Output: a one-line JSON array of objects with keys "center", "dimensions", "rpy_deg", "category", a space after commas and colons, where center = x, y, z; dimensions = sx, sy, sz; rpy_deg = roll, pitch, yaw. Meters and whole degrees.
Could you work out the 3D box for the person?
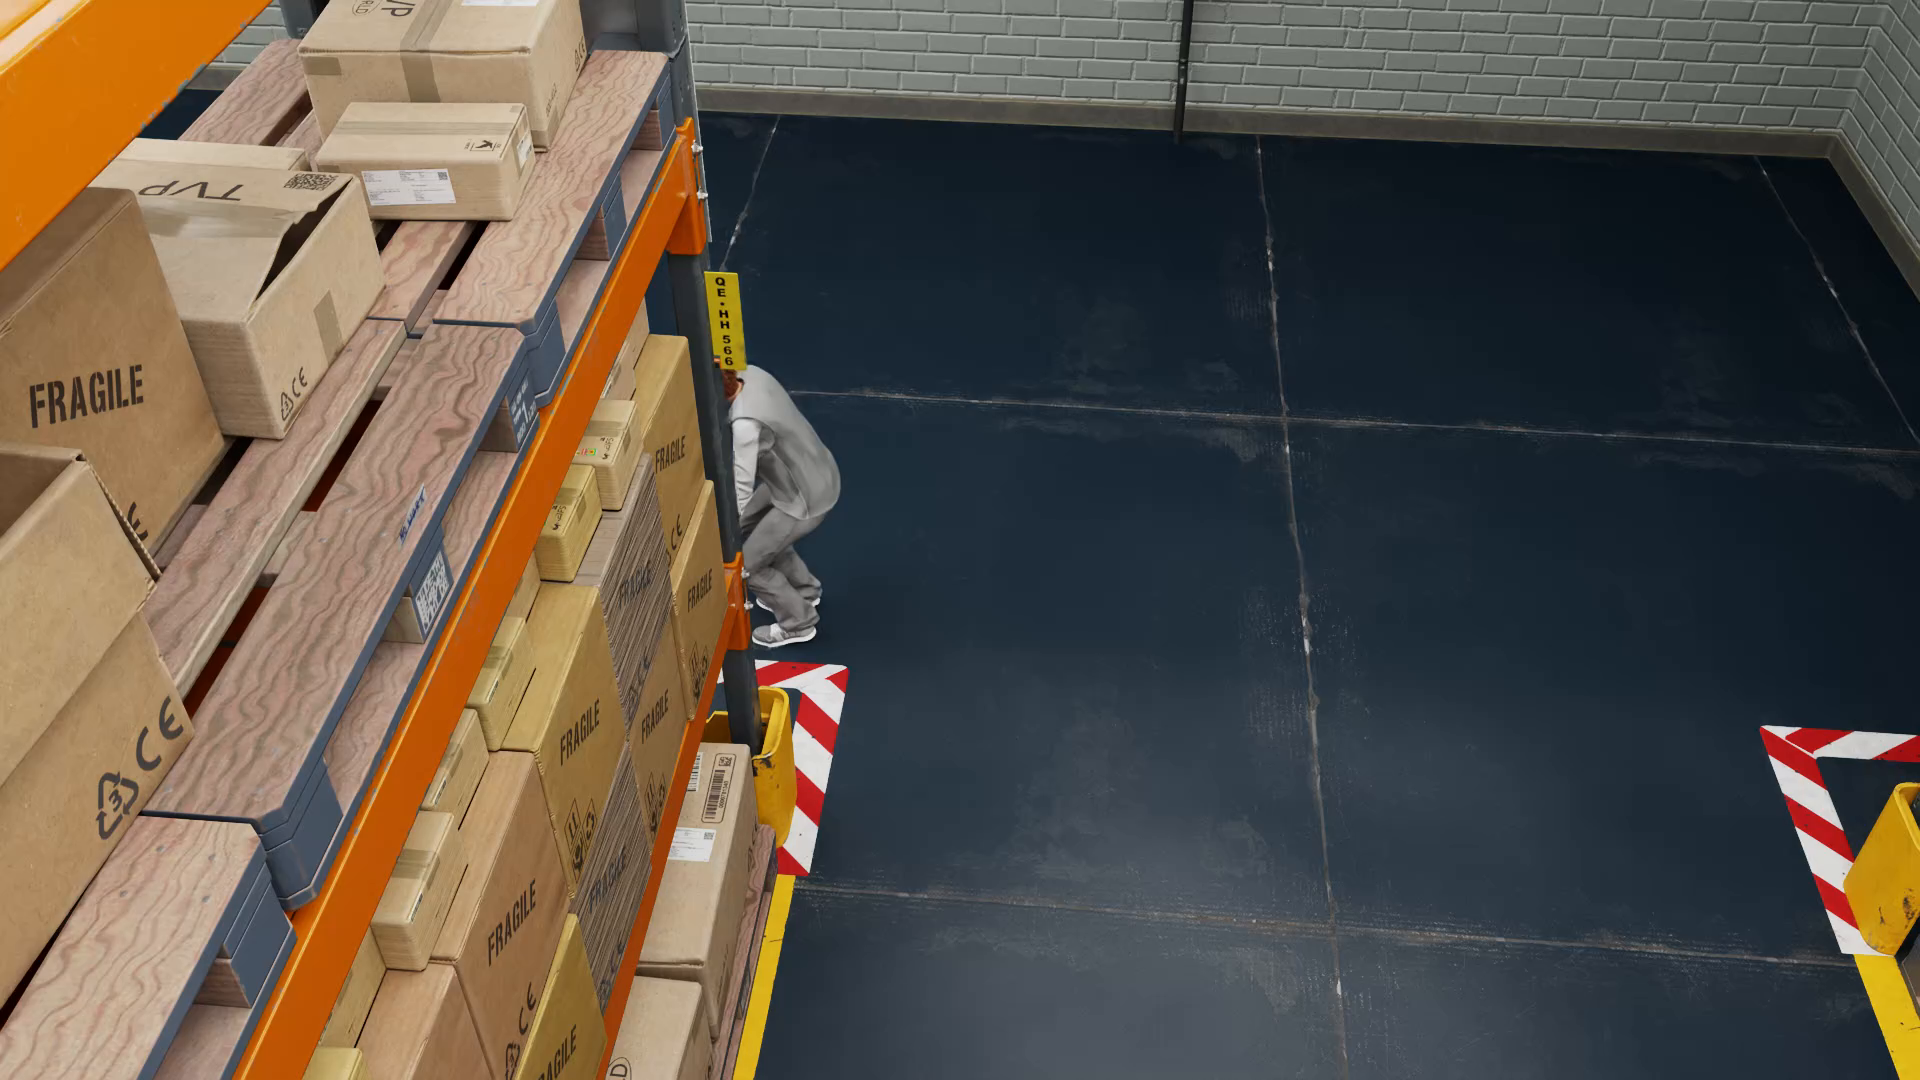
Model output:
[{"center": [-0.757, -0.159, 6.520], "dimensions": [0.581, 1.385, 0.458], "rpy_deg": [-1, 41, -1], "category": "person"}]
